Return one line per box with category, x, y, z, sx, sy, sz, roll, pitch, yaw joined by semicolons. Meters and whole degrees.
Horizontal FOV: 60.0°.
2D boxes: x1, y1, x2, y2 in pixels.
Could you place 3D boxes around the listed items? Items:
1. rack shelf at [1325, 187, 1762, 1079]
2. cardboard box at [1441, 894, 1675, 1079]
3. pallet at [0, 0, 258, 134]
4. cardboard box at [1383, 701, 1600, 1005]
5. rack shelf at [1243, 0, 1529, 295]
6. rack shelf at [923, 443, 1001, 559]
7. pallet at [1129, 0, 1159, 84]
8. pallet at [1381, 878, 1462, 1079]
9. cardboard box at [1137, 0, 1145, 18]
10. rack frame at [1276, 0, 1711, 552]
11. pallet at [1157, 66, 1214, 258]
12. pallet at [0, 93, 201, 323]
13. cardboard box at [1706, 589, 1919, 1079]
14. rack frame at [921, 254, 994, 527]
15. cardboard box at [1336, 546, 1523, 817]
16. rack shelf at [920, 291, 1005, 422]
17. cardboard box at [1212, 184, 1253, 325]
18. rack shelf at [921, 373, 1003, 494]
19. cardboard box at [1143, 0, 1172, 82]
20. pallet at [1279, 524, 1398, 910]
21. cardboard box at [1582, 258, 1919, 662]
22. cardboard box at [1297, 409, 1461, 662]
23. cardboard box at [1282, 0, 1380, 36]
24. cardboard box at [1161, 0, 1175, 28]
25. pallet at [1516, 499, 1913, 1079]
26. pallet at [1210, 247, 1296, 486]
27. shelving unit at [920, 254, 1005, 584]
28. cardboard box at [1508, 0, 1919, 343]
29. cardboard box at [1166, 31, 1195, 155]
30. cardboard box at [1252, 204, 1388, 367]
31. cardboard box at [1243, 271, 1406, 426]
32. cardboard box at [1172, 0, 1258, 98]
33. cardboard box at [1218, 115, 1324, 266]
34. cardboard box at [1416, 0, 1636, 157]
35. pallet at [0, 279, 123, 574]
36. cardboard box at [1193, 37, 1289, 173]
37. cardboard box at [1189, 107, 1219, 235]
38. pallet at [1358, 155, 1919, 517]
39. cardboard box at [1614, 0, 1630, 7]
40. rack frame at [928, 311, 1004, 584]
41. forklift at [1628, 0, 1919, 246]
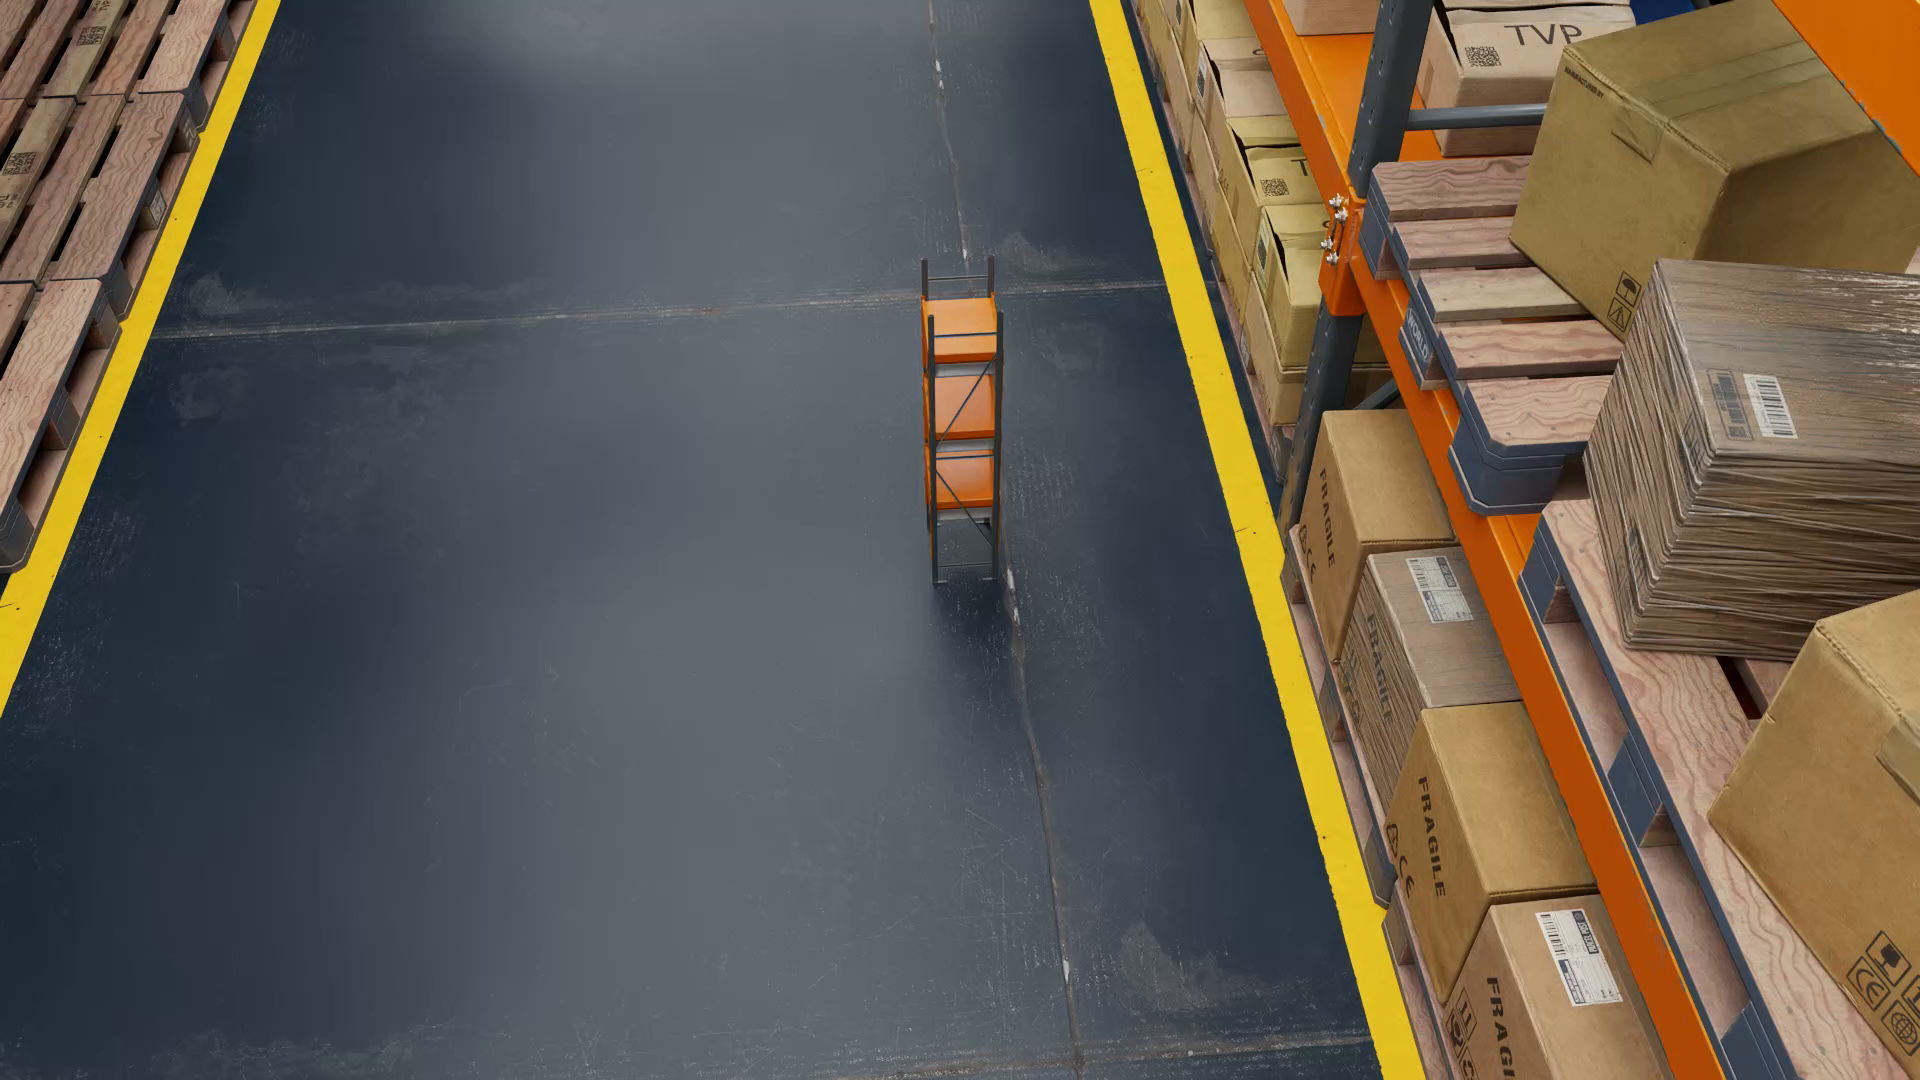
rack shelf;1.678;0.624;3.089;1.077;0.370;4.000;-3;47;-3
cardboard box;1.399;1.103;3.558;0.500;0.500;0.500;-5;47;-5
pallet;-3.656;-2.142;7.133;1.003;0.211;1.213;-3;47;-3
cardboard box;1.350;0.726;3.915;0.500;0.500;0.500;-4;47;-4
rack shelf;1.343;-2.270;5.830;1.077;0.370;4.000;-3;47;-3
rack shelf;0.004;-0.124;5.042;0.215;0.259;0.240;-3;47;-3
pallet;1.276;-2.475;7.449;1.003;0.211;1.213;-3;47;-3
pallet;1.634;1.311;3.863;1.003;0.211;1.213;-3;47;-3
cardboard box;1.004;-2.487;7.144;0.500;0.250;0.500;-2;47;-2
rack frame;1.511;-1.071;4.198;1.000;3.000;0.127;-3;47;-3
pallet;1.381;-1.591;6.611;1.003;0.211;1.213;-3;47;-3
pallet;-3.551;-1.257;6.295;1.003;0.211;1.213;-3;47;-3
cardboard box;1.636;0.370;2.476;0.700;0.500;0.500;-14;48;-13
rack frame;-0.006;-0.411;4.916;0.200;1.050;0.008;-3;47;-3
cardboard box;1.313;0.363;4.259;0.500;0.500;0.500;-5;47;-5
rack shelf;0.004;-0.510;4.634;0.215;0.259;0.240;-3;47;-3
cardboard box;1.177;-1.008;5.743;0.500;0.250;0.500;-4;47;-4
rack shelf;0.004;-0.315;4.840;0.215;0.259;0.240;-3;47;-3
cardboard box;1.050;-2.112;6.789;0.500;0.250;0.500;-5;47;-5
pallet;1.535;0.431;4.697;1.003;0.211;1.213;-3;47;-3
cardboard box;1.562;-0.127;2.947;0.700;0.500;0.500;4;47;4
cardboard box;1.264;-0.016;4.618;0.500;0.500;0.500;-2;47;-2
cardboard box;1.160;-1.618;4.890;0.380;0.149;0.250;-3;47;-3
cardboard box;1.043;-2.305;6.586;0.500;0.311;0.500;-5;47;-5
pallet;1.678;0.402;2.936;1.003;0.211;1.213;-3;47;-3
pallet;1.480;-0.710;5.777;1.003;0.211;1.213;-3;47;-3
shelving unit;0.004;-0.322;4.832;0.215;1.050;0.252;-3;47;-3
cardboard box;1.676;-0.801;3.584;0.700;0.500;0.500;-18;49;-16
cardboard box;1.092;-1.744;6.441;0.500;0.250;0.500;-3;47;-3
cardboard box;1.221;-0.826;5.185;0.500;0.311;0.500;-2;47;-2
cardboard box;1.223;-0.635;5.390;0.500;0.250;0.500;-2;47;-2
cardboard box;1.092;-1.930;6.230;0.500;0.311;0.500;-2;47;-2
cardboard box;1.171;-1.202;5.541;0.500;0.311;0.500;-4;47;-4
cardboard box;1.524;-1.306;4.482;0.500;0.311;0.500;-1;47;-1
pallet;-3.452;-0.376;5.461;1.003;0.211;1.213;-3;47;-3
cardboard box;1.132;-1.567;5.887;0.500;0.311;0.500;-4;47;-4
cardboard box;1.138;-1.372;6.088;0.500;0.250;0.500;-3;47;-2
pallet;1.637;-0.519;3.807;1.213;0.211;1.003;-3;47;-3
cardboard box;1.629;-1.699;4.854;0.500;0.311;0.500;-4;47;-4
rack frame;0.015;-0.234;4.749;0.200;1.050;0.008;-3;47;-3
forklift;3.210;-2.054;5.177;1.130;2.935;3.031;-5;47;-5
